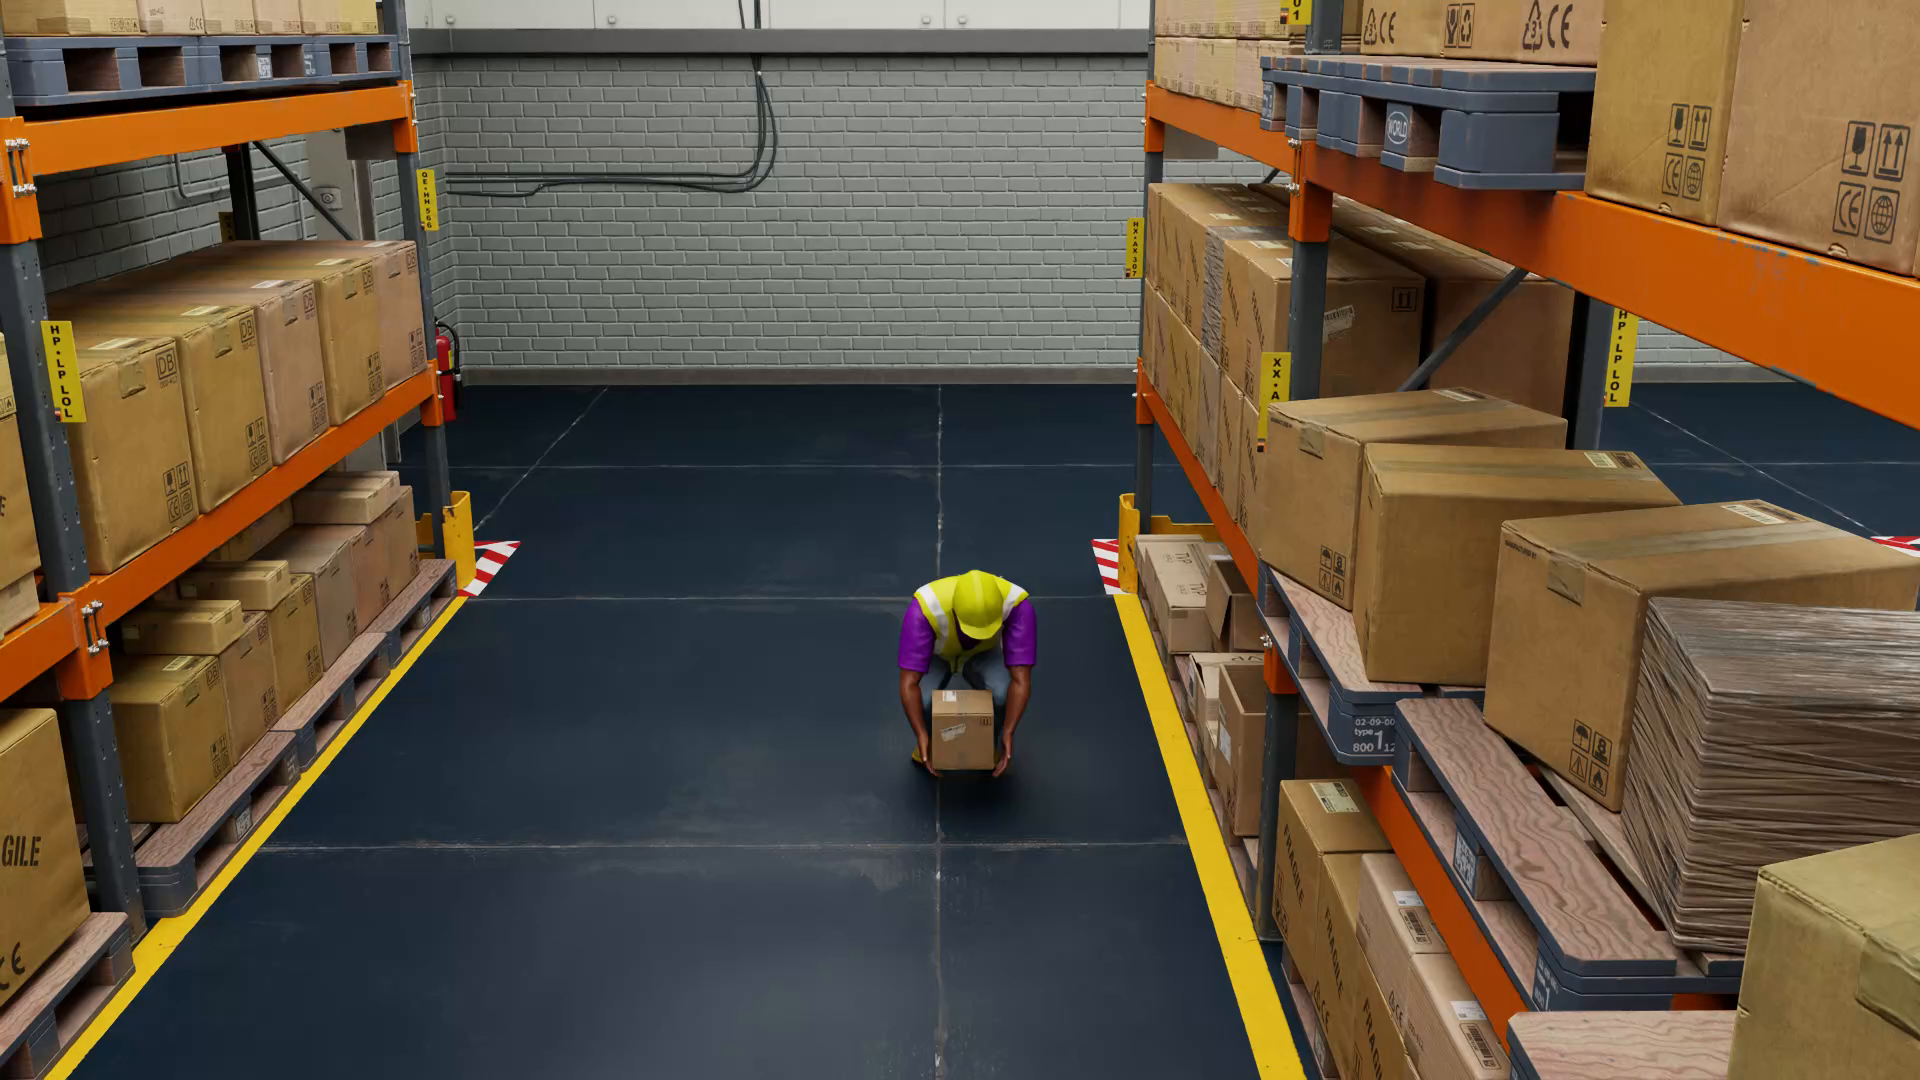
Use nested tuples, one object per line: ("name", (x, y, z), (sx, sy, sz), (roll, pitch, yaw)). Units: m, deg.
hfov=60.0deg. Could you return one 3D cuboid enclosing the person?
("person", (0.030, 0.520, 7.130), (0.586, 0.998, 0.892), (0, 17, -1))
